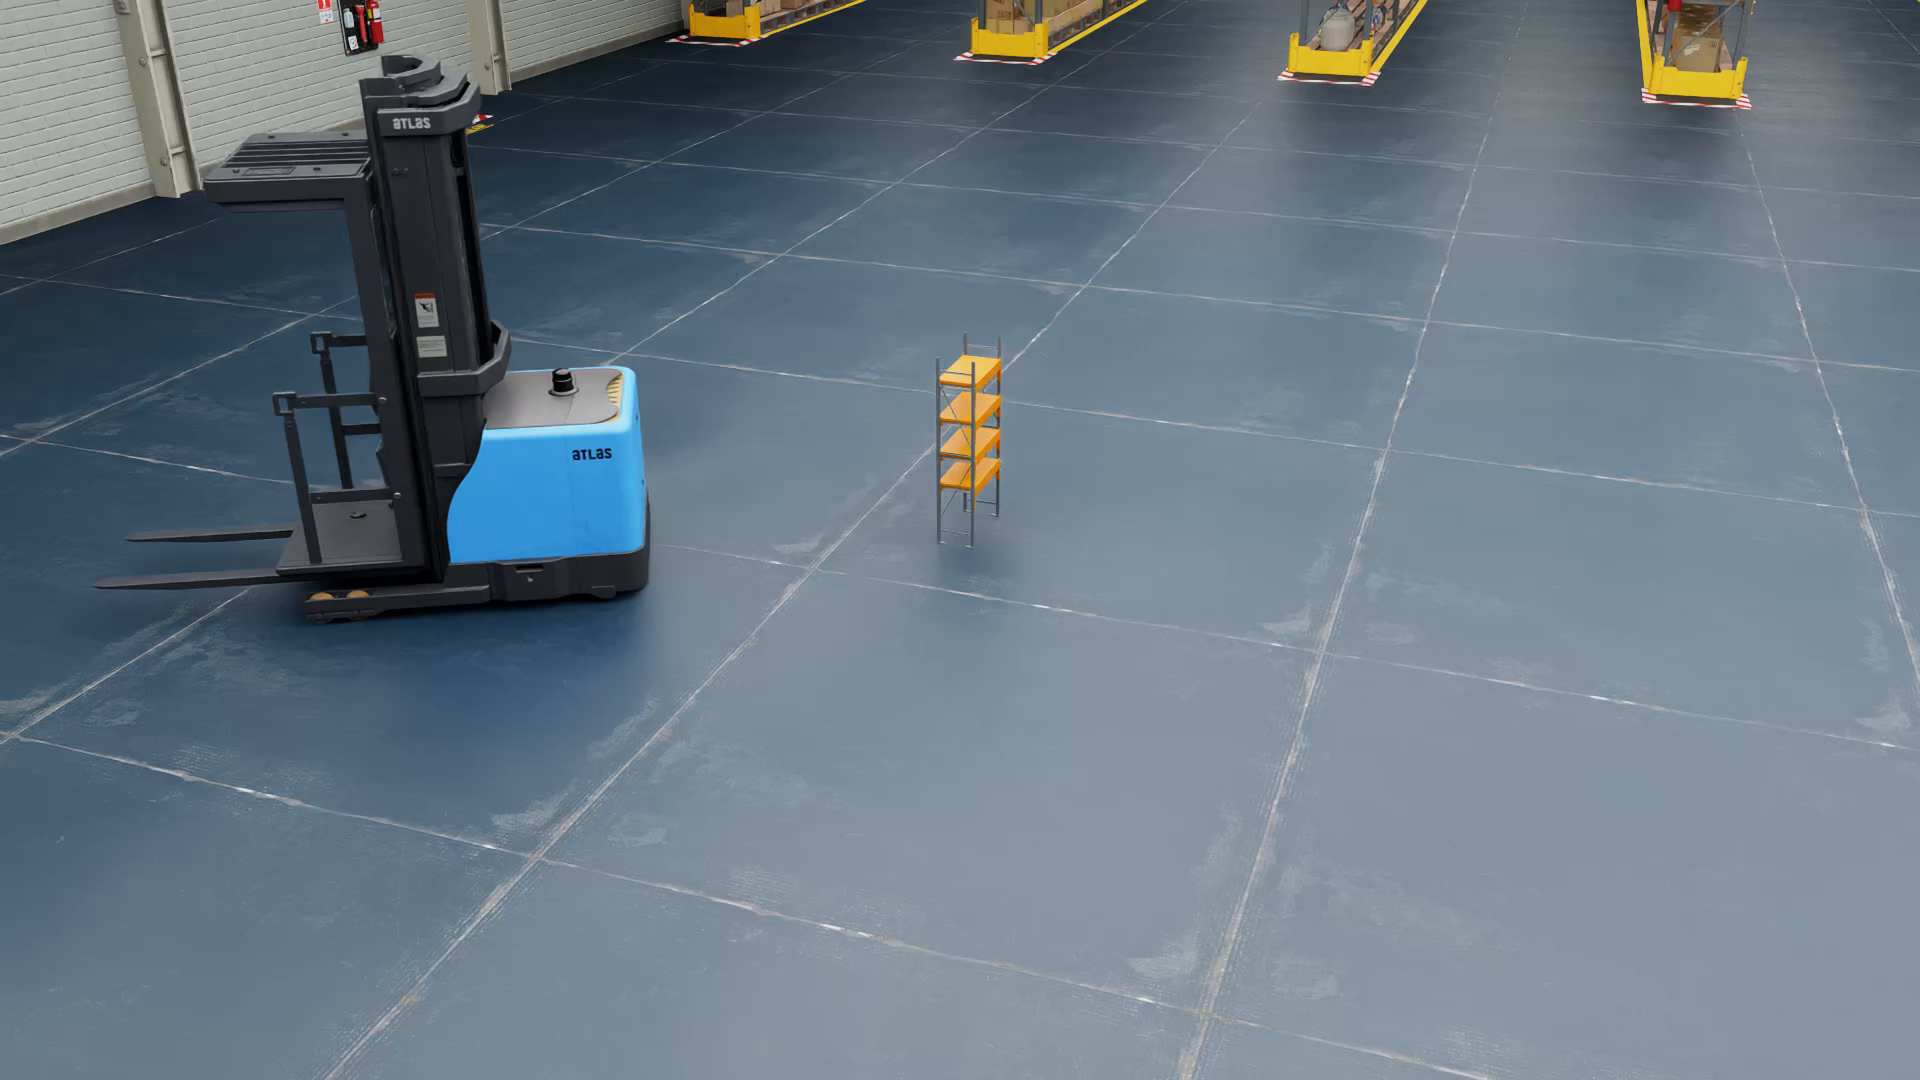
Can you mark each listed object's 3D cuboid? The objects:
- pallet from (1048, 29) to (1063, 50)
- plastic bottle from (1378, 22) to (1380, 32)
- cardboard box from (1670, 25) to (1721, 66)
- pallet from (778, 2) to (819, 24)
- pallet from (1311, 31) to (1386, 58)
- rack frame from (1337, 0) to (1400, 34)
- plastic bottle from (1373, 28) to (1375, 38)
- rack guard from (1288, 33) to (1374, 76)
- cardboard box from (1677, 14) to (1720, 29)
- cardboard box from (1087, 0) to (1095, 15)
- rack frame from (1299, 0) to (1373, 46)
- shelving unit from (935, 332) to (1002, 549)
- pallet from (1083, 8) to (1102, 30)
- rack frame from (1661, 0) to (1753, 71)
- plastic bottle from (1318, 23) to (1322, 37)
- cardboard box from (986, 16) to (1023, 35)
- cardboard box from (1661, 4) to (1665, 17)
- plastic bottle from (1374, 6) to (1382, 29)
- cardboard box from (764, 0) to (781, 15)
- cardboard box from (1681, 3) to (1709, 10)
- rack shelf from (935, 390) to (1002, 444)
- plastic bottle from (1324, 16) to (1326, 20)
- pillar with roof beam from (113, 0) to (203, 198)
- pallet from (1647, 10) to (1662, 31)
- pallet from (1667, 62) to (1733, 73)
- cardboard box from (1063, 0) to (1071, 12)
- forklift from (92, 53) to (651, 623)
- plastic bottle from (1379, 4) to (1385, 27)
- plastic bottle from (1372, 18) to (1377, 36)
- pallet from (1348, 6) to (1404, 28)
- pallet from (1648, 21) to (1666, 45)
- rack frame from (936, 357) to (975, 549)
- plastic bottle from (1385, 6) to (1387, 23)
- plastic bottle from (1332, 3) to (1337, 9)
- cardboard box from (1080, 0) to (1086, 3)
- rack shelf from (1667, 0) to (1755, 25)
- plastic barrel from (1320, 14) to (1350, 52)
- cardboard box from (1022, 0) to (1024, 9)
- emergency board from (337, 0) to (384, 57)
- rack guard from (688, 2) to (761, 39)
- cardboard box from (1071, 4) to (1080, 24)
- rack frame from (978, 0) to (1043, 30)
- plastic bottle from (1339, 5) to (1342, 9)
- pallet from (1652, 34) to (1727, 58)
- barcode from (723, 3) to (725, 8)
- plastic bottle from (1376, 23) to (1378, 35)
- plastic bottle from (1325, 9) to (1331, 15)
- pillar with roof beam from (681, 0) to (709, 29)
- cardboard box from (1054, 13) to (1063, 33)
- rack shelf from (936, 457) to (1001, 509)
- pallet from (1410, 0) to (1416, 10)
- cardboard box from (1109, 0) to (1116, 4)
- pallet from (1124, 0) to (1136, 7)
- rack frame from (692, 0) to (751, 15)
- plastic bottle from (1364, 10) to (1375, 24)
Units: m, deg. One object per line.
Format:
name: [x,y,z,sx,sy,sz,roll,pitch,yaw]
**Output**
pallet: [0.990,-7.987,26.503,1.003,0.211,1.213,9,27,17]
plastic bottle: [6.591,-8.147,26.341,0.097,0.201,0.097,0,26,0]
cardboard box: [10.506,-7.052,23.759,0.500,0.500,0.500,17,30,31]
pallet: [-3.160,-9.243,29.097,1.003,0.211,1.213,9,27,17]
pallet: [6.109,-7.817,26.153,1.003,0.211,1.213,9,27,17]
rack frame: [6.776,-9.845,27.142,1.000,3.000,0.127,9,27,17]
plastic bottle: [6.377,-7.882,25.794,0.097,0.201,0.097,0,26,0]
rack guard: [5.426,-7.114,24.370,1.175,0.500,0.348,9,27,17]
cardboard box: [10.960,-7.529,24.745,0.500,0.500,0.500,6,27,13]
cardboard box: [1.983,-9.090,28.256,0.500,0.250,0.500,9,27,17]
rack frame: [5.445,-8.201,23.747,1.000,3.000,0.127,9,27,17]
shelving unit: [0.055,-0.608,10.129,0.258,1.200,0.503,9,27,17]
pallet: [1.802,-8.989,28.574,1.003,0.211,1.213,9,27,17]
rack frame: [10.116,-7.483,22.264,1.000,3.000,0.127,9,27,17]
plastic bottle: [5.643,-7.958,25.951,0.097,0.201,0.097,0,26,0]
cardboard box: [0.675,-8.136,26.285,0.500,0.250,0.500,9,27,17]
cardboard box: [12.034,-8.872,27.496,0.700,0.500,0.500,6,27,13]
plastic bottle: [6.663,-8.333,26.553,0.144,0.351,0.185,9,27,17]
cardboard box: [-3.392,-9.132,28.248,0.500,0.311,0.500,11,28,22]
cardboard box: [11.276,-8.032,25.784,0.500,0.500,0.500,8,27,16]
rack shelf: [0.055,-0.749,10.061,0.258,0.148,0.480,9,27,17]
plastic bottle: [5.753,-8.091,26.140,0.152,0.276,0.135,9,27,18]
pillar with roof beam: [-4.414,-7.196,14.786,9.100,9.000,0.400,9,27,17]
pallet: [12.109,-8.695,27.966,1.003,0.211,1.213,9,27,17]
pallet: [10.445,-6.588,23.615,1.003,0.211,1.213,9,27,17]
cardboard box: [1.483,-8.812,26.820,0.500,0.500,0.500,9,27,17]
forklift: [-3.360,-1.101,9.160,3.031,2.935,1.130,-4,26,-8]
plastic bottle: [6.770,-8.466,26.828,0.144,0.351,0.185,7,27,15]
plastic bottle: [6.457,-8.012,25.982,0.097,0.271,0.097,0,26,0]
pallet: [7.001,-8.919,28.428,1.003,0.211,1.213,9,27,17]
pallet: [11.705,-8.192,26.927,1.003,0.211,1.213,9,27,17]
rack frame: [-0.026,-0.508,9.922,0.240,1.200,0.015,9,27,17]
plastic bottle: [6.927,-8.575,27.131,0.061,0.283,0.133,10,28,20]
plastic bottle: [6.054,-8.502,26.902,0.144,0.351,0.185,8,27,15]
cardboard box: [1.818,-9.222,27.668,0.500,0.500,0.500,9,27,17]
rack shelf: [10.781,-7.981,24.118,1.077,0.370,4.000,9,27,17]
plastic barrel: [5.592,-7.552,24.779,0.421,0.512,0.421,0,26,0]
cardboard box: [0.992,-8.887,26.975,0.500,0.500,0.500,9,27,17]
emergency board: [-7.335,-6.576,20.389,0.194,1.169,0.643,9,27,17]
rack guard: [-3.872,-8.544,27.323,1.175,0.500,0.348,9,27,17]
cardboard box: [1.664,-8.677,27.403,0.500,0.250,0.500,9,27,17]
rack frame: [0.775,-8.921,25.234,1.000,3.000,0.127,9,27,17]
plastic bottle: [6.175,-8.613,27.218,0.152,0.276,0.135,10,27,19]
pallet: [11.257,-7.591,25.686,1.003,0.211,1.213,9,27,17]
barcode: [-3.953,-8.967,27.898,0.001,0.075,0.075,9,27,17]
plastic bottle: [6.523,-8.063,26.166,0.097,0.201,0.097,0,26,0]
plastic bottle: [5.850,-8.251,26.384,0.144,0.351,0.185,10,28,20]
pillar with roof beam: [-0.420,-12.127,24.971,9.100,9.000,0.400,9,27,17]
cardboard box: [1.327,-8.267,26.555,0.500,0.250,0.500,9,27,17]
rack shelf: [0.055,-0.369,10.245,0.258,0.148,0.480,9,27,17]
pallet: [7.813,-9.921,30.499,1.003,0.211,1.213,9,27,17]
cardboard box: [2.474,-9.646,29.405,0.500,0.250,0.500,8,27,16]
pallet: [2.719,-10.122,30.912,1.003,0.211,1.213,9,27,17]
rack frame: [-3.897,-9.638,26.714,1.000,3.000,0.127,9,27,17]
plastic bottle: [6.622,-8.443,26.867,0.152,0.276,0.135,9,27,17]
